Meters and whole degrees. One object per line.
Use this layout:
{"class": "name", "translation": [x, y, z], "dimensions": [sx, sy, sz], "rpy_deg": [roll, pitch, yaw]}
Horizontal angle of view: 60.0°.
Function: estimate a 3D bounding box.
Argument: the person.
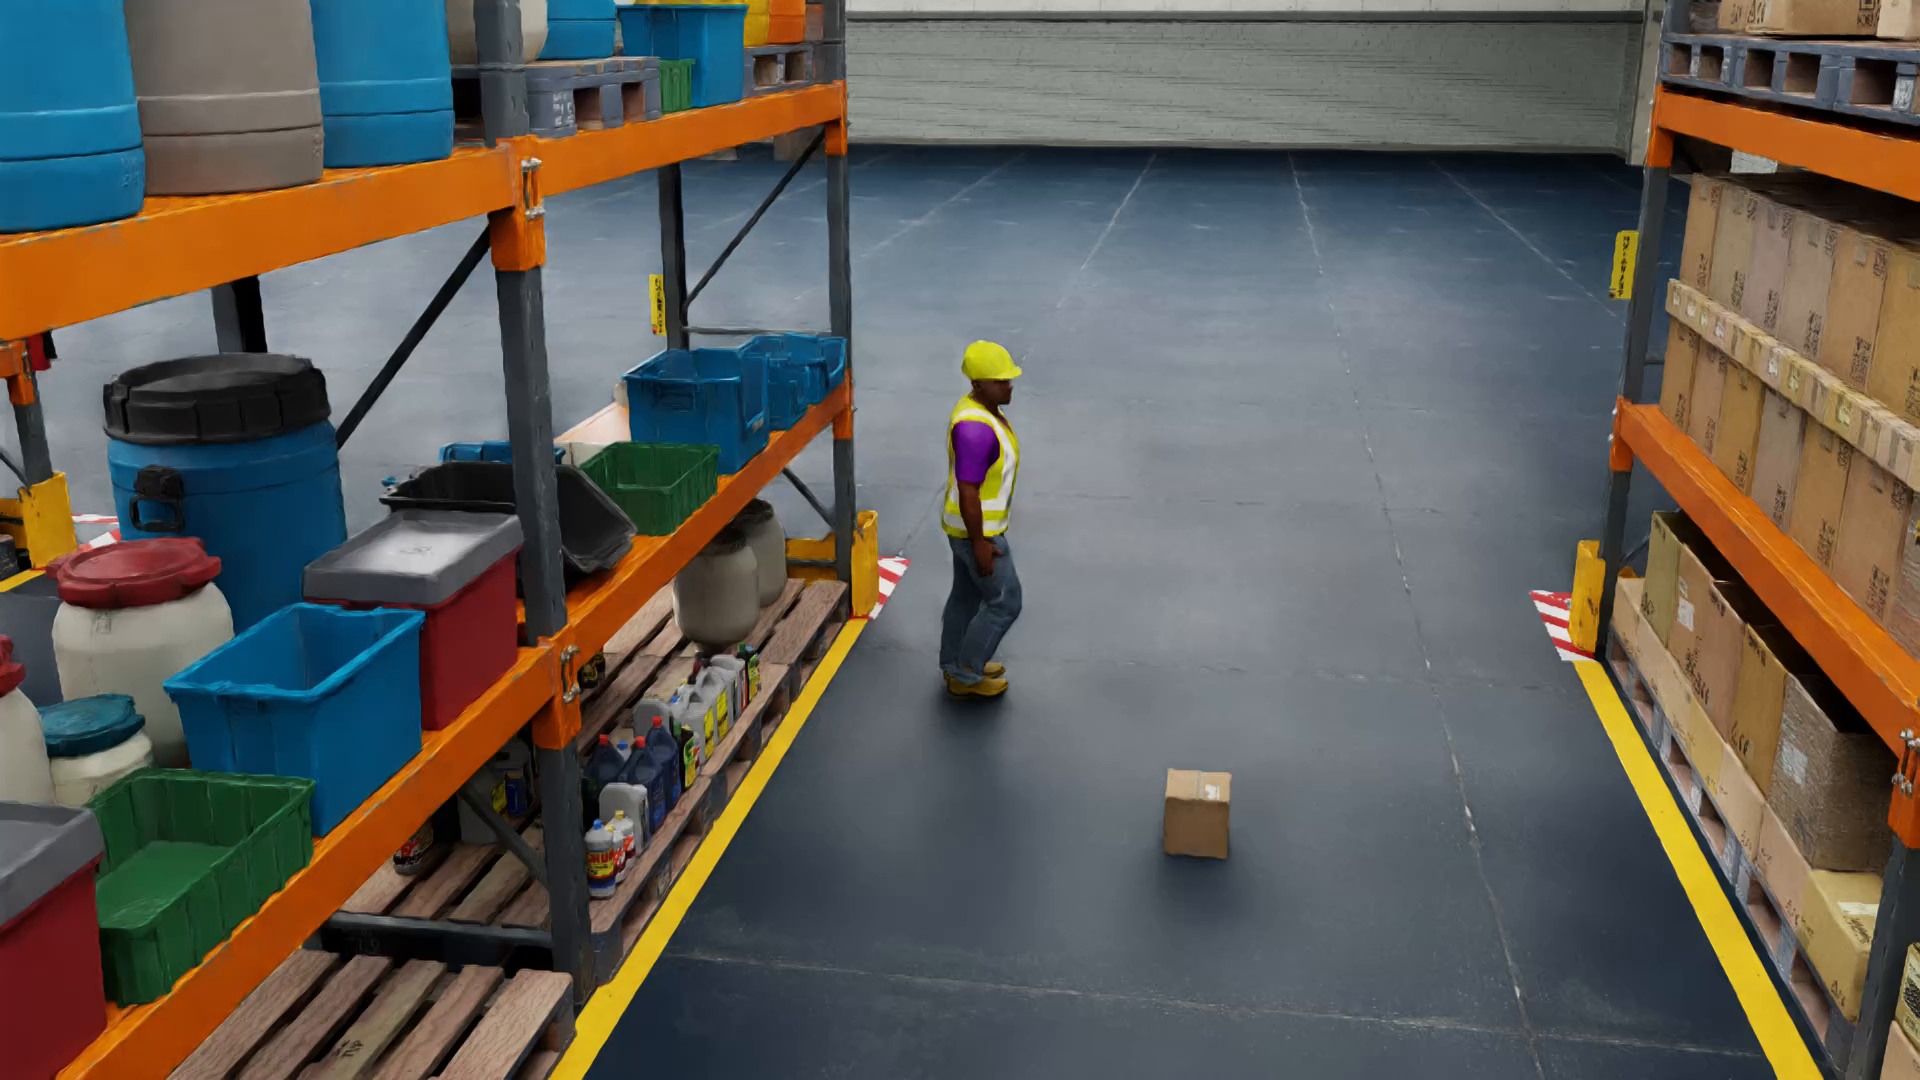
{"class": "person", "translation": [0.092, -0.075, 7.737], "dimensions": [0.393, 1.745, 0.627], "rpy_deg": [0, 18, 0]}
